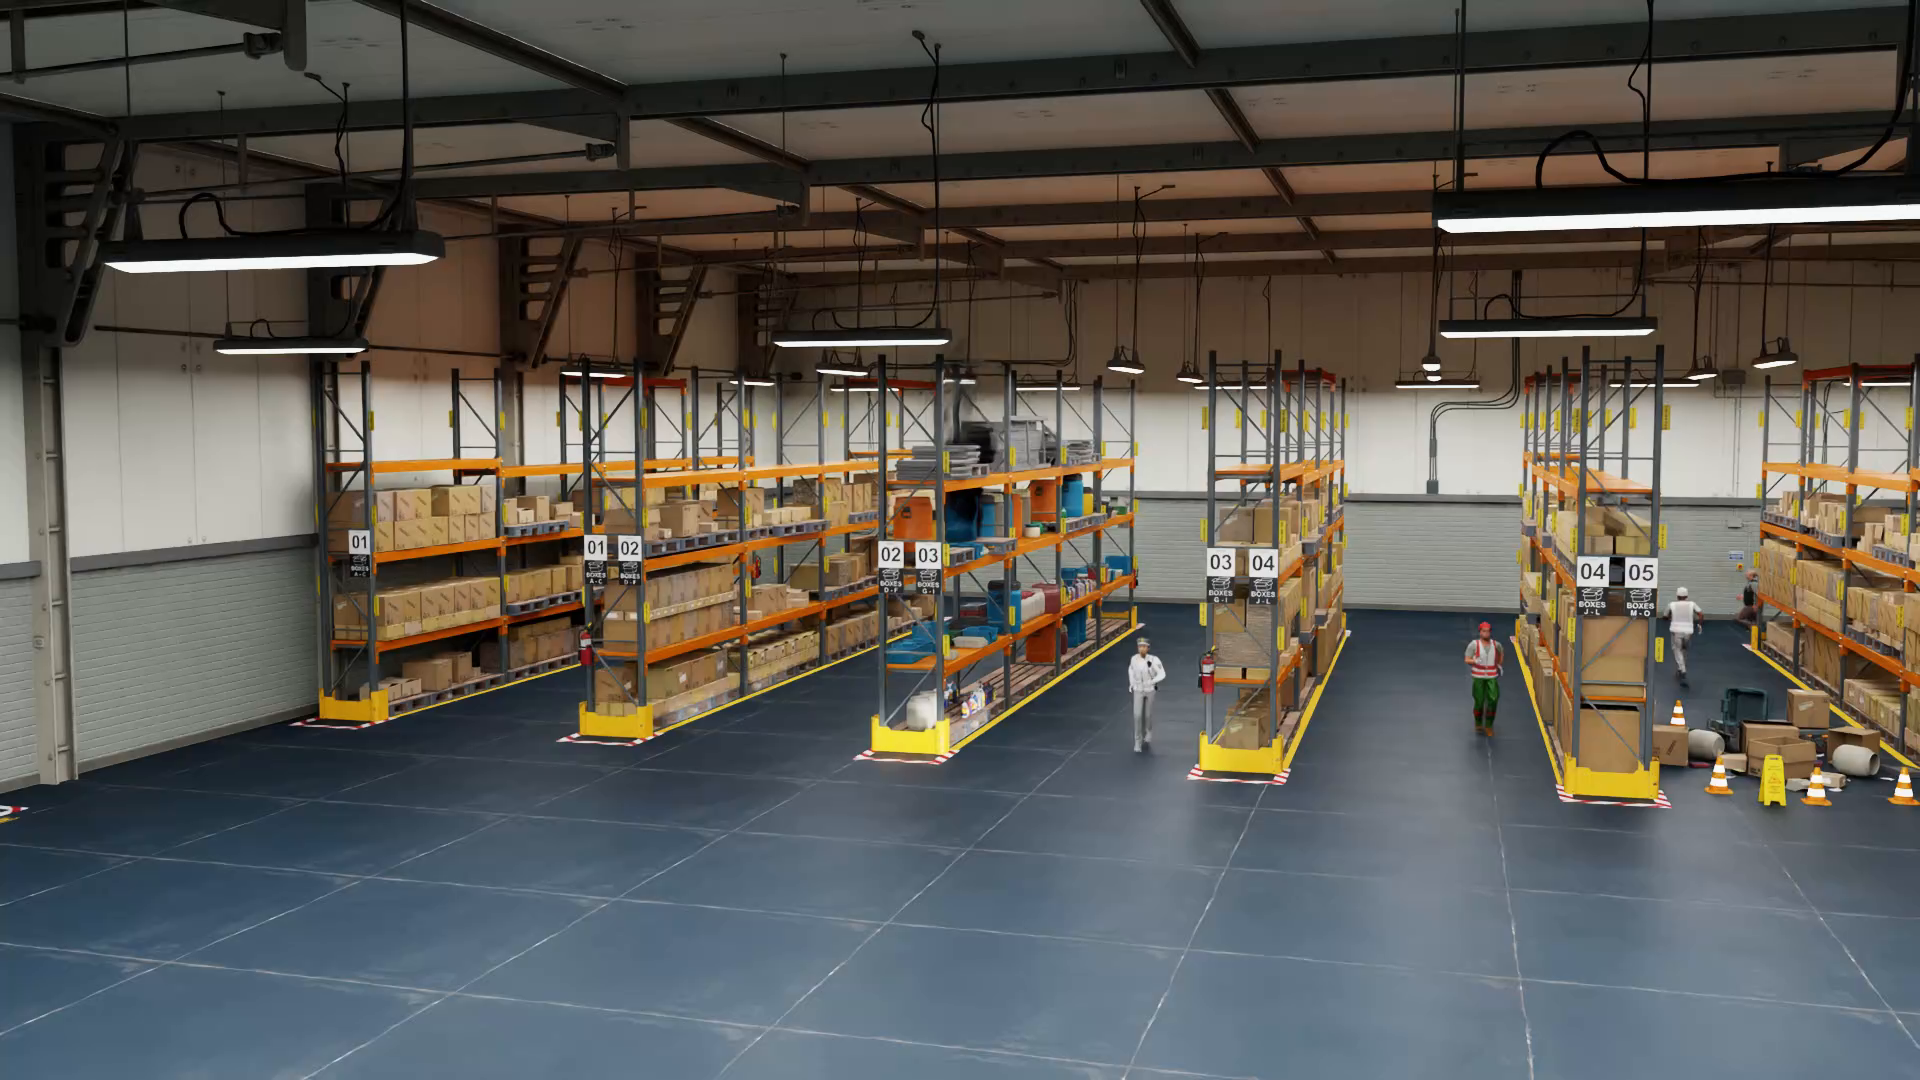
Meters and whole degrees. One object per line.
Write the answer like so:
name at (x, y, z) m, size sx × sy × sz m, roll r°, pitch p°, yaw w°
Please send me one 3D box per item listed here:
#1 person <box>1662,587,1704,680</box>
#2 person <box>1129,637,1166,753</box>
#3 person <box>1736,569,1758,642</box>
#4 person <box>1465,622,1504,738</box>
person at (13.855, 1.795, 31.934) m, size 0.679 × 1.782 × 0.992 m, roll 1°, pitch 4°, yaw 9°
person at (2.851, 2.341, 25.431) m, size 0.605 × 1.745 × 0.772 m, roll 1°, pitch 4°, yaw 16°
person at (17.874, 1.488, 37.622) m, size 0.622 × 1.671 × 0.676 m, roll 3°, pitch 5°, yaw 34°
person at (8.346, 2.222, 26.420) m, size 0.632 × 1.824 × 0.705 m, roll 1°, pitch 4°, yaw 9°
